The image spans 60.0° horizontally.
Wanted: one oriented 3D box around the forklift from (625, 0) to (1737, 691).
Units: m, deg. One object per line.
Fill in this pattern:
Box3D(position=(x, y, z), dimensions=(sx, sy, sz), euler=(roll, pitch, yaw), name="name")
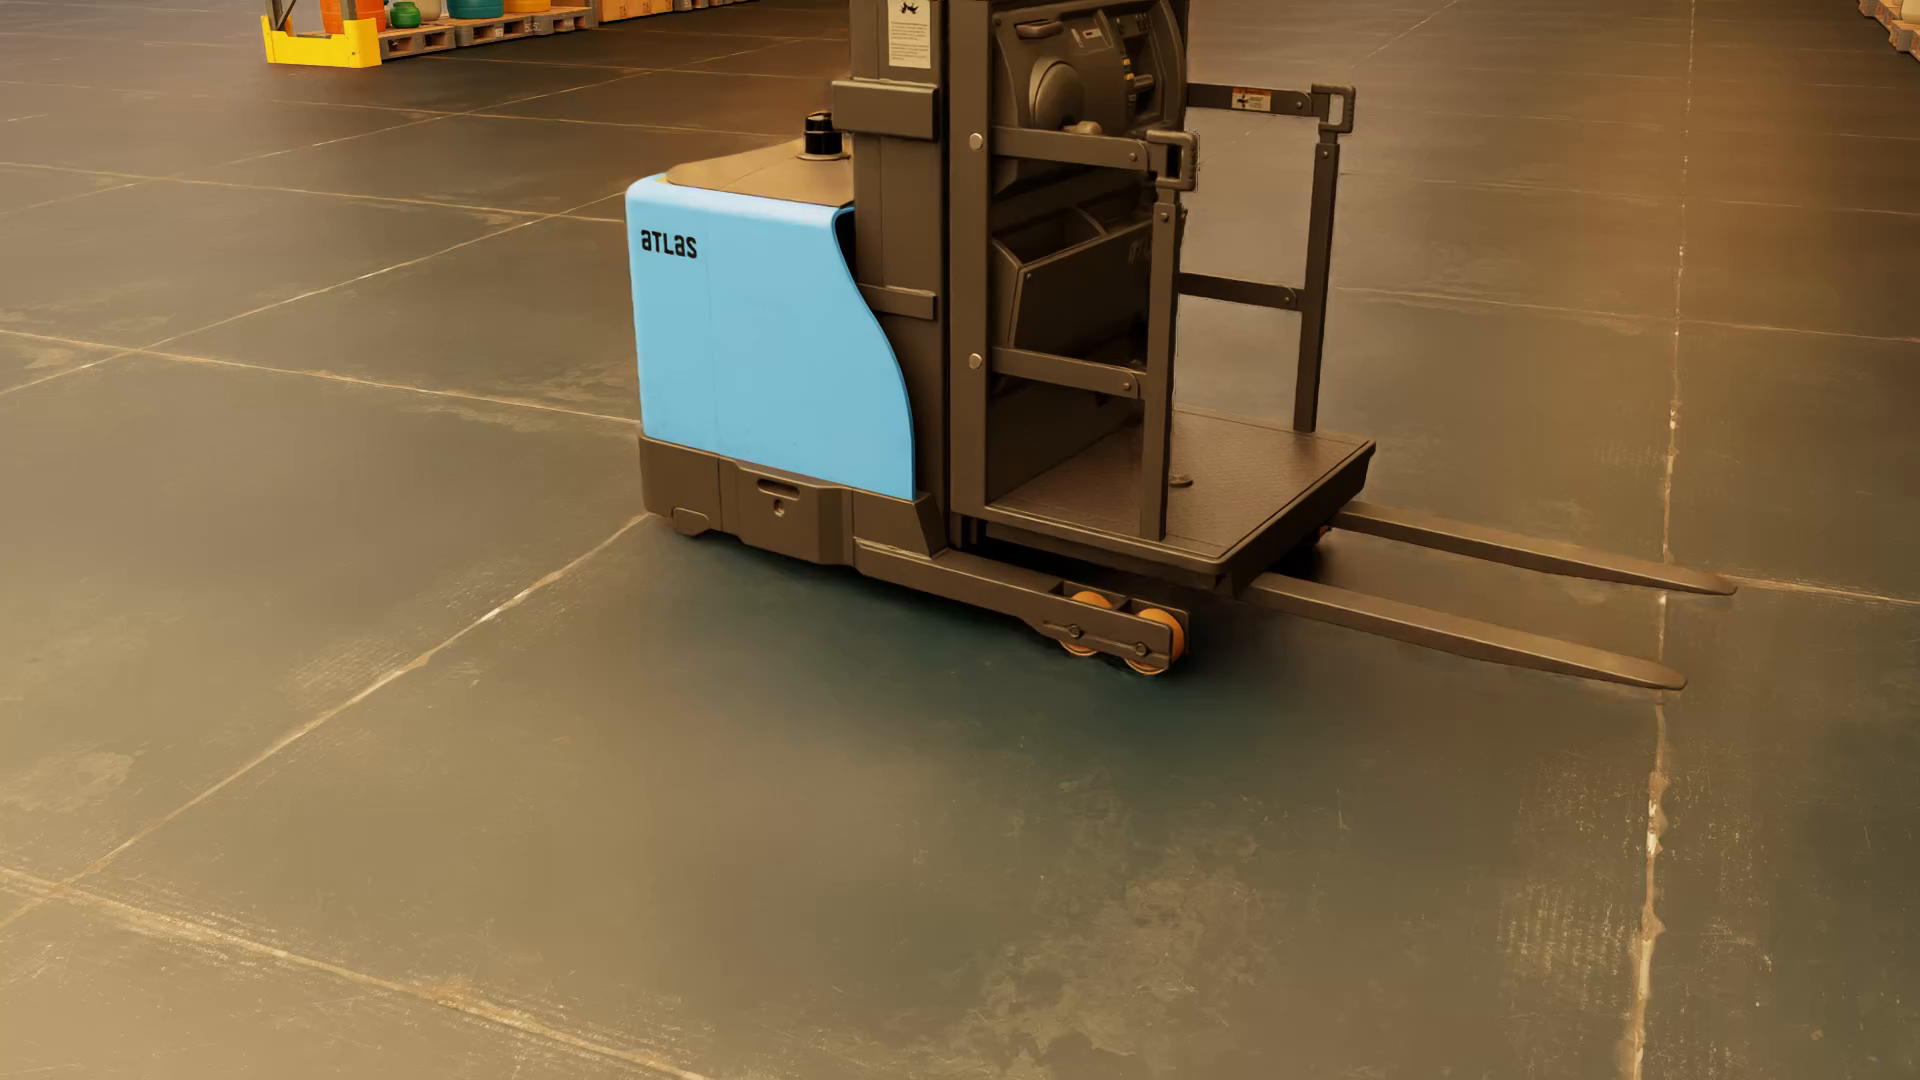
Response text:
Box3D(position=(0.529, -1.240, 4.259), dimensions=(3.031, 2.935, 1.130), euler=(14, 27, 30), name="forklift")
